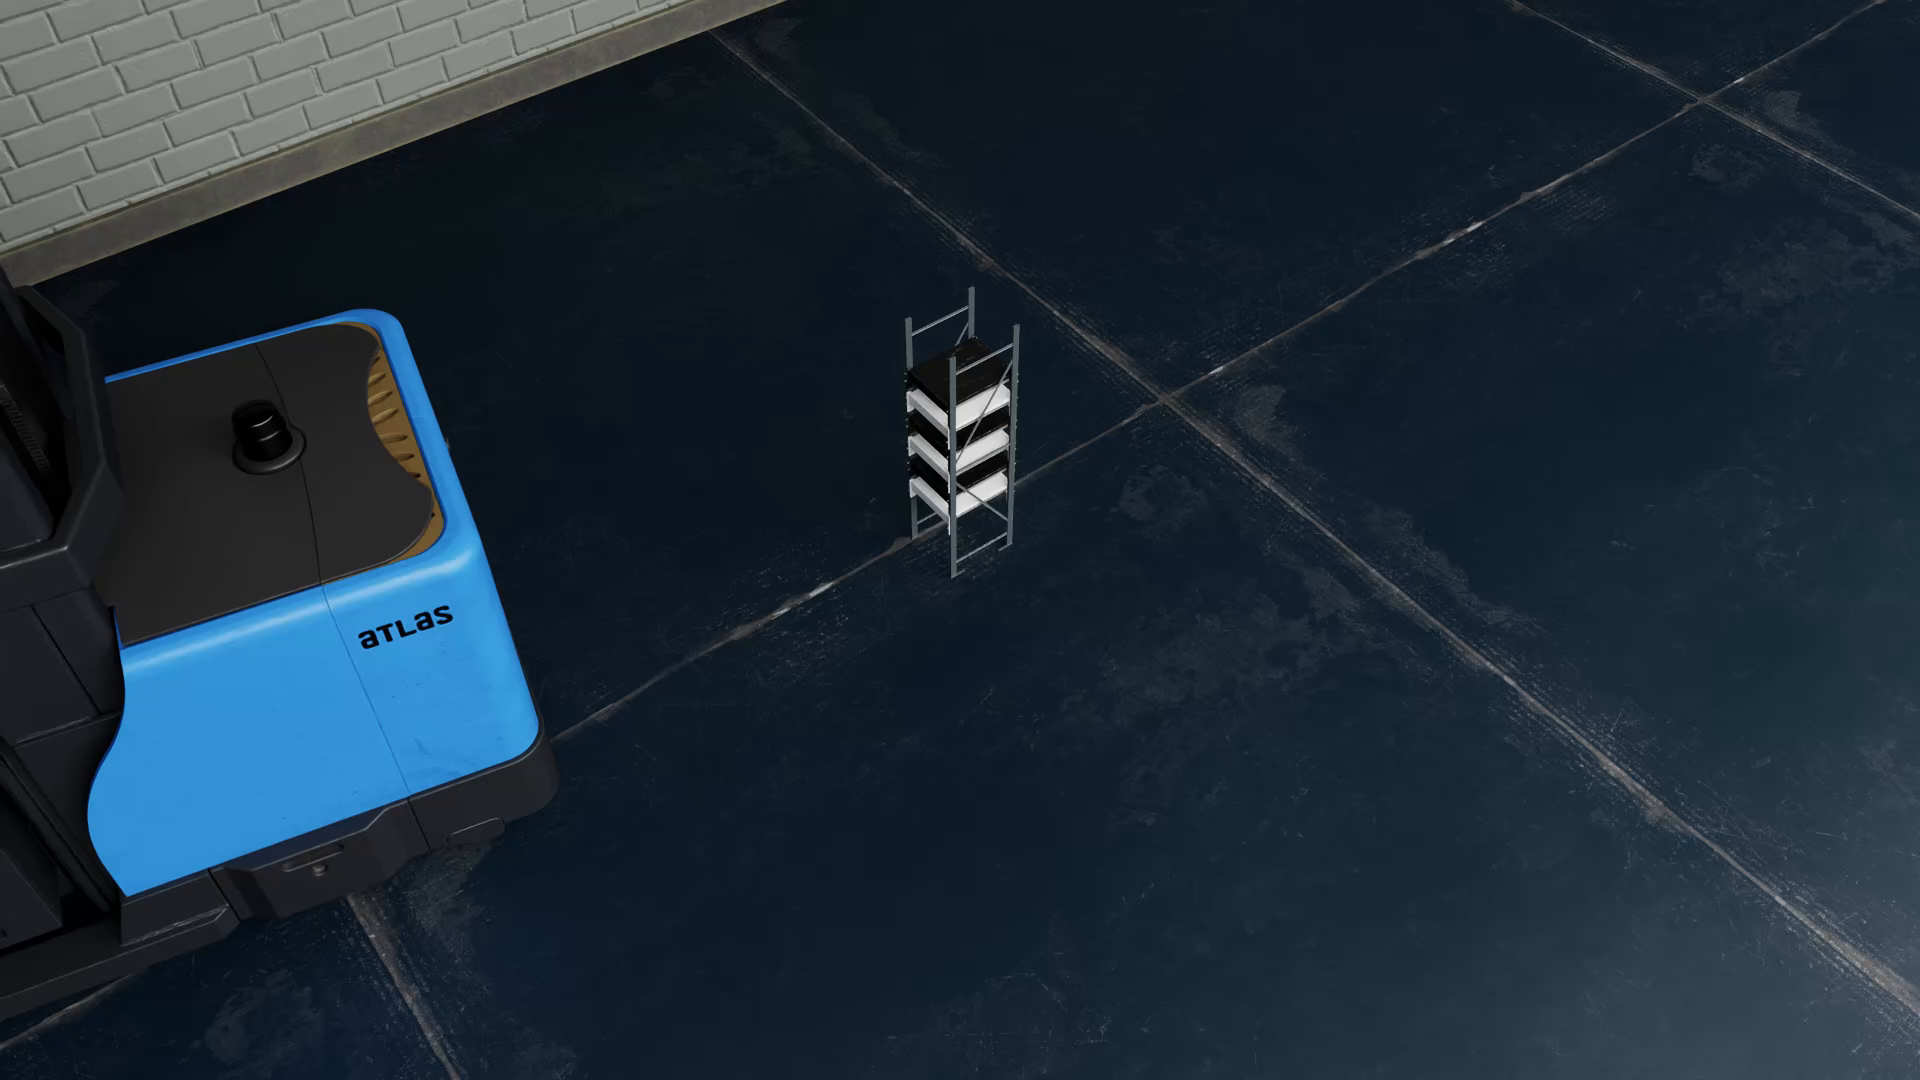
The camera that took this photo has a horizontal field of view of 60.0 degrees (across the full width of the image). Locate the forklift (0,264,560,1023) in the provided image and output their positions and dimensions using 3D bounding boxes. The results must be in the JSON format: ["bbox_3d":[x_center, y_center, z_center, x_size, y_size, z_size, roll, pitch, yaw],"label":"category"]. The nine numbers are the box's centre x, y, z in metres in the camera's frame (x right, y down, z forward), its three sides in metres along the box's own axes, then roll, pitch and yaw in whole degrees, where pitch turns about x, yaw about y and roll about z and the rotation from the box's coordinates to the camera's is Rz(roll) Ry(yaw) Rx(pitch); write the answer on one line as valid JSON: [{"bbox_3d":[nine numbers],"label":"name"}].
[{"bbox_3d":[-2.654,-0.108,3.369,3.031,2.935,1.130,-19,51,-17],"label":"forklift"}]

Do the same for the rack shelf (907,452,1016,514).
[{"bbox_3d":[0.005,-0.215,5.004,0.258,0.077,0.200,-29,54,-24],"label":"rack shelf"}]

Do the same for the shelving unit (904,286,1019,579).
[{"bbox_3d":[0.005,-0.297,4.912,0.258,0.900,0.210,-29,54,-24],"label":"shelving unit"}]

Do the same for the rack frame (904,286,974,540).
[{"bbox_3d":[-0.057,-0.357,4.967,0.240,0.900,0.006,-29,54,-24],"label":"rack frame"}]

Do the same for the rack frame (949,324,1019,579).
[{"bbox_3d":[0.066,-0.237,4.858,0.240,0.900,0.006,-29,54,-24],"label":"rack frame"}]

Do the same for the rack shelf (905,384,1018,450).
[{"bbox_3d":[0.005,-0.396,4.804,0.258,0.077,0.200,-29,54,-24],"label":"rack shelf"}]

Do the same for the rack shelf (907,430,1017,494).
[{"bbox_3d":[0.005,-0.275,4.937,0.258,0.077,0.200,-29,54,-24],"label":"rack shelf"}]

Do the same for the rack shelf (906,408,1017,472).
[{"bbox_3d":[0.005,-0.336,4.870,0.258,0.077,0.200,-29,54,-24],"label":"rack shelf"}]

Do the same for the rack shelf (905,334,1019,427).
[{"bbox_3d":[0.005,-0.456,4.737,0.258,0.077,0.200,-29,54,-24],"label":"rack shelf"}]

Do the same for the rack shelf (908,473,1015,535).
[{"bbox_3d":[0.005,-0.154,5.070,0.258,0.077,0.200,-29,54,-24],"label":"rack shelf"}]
